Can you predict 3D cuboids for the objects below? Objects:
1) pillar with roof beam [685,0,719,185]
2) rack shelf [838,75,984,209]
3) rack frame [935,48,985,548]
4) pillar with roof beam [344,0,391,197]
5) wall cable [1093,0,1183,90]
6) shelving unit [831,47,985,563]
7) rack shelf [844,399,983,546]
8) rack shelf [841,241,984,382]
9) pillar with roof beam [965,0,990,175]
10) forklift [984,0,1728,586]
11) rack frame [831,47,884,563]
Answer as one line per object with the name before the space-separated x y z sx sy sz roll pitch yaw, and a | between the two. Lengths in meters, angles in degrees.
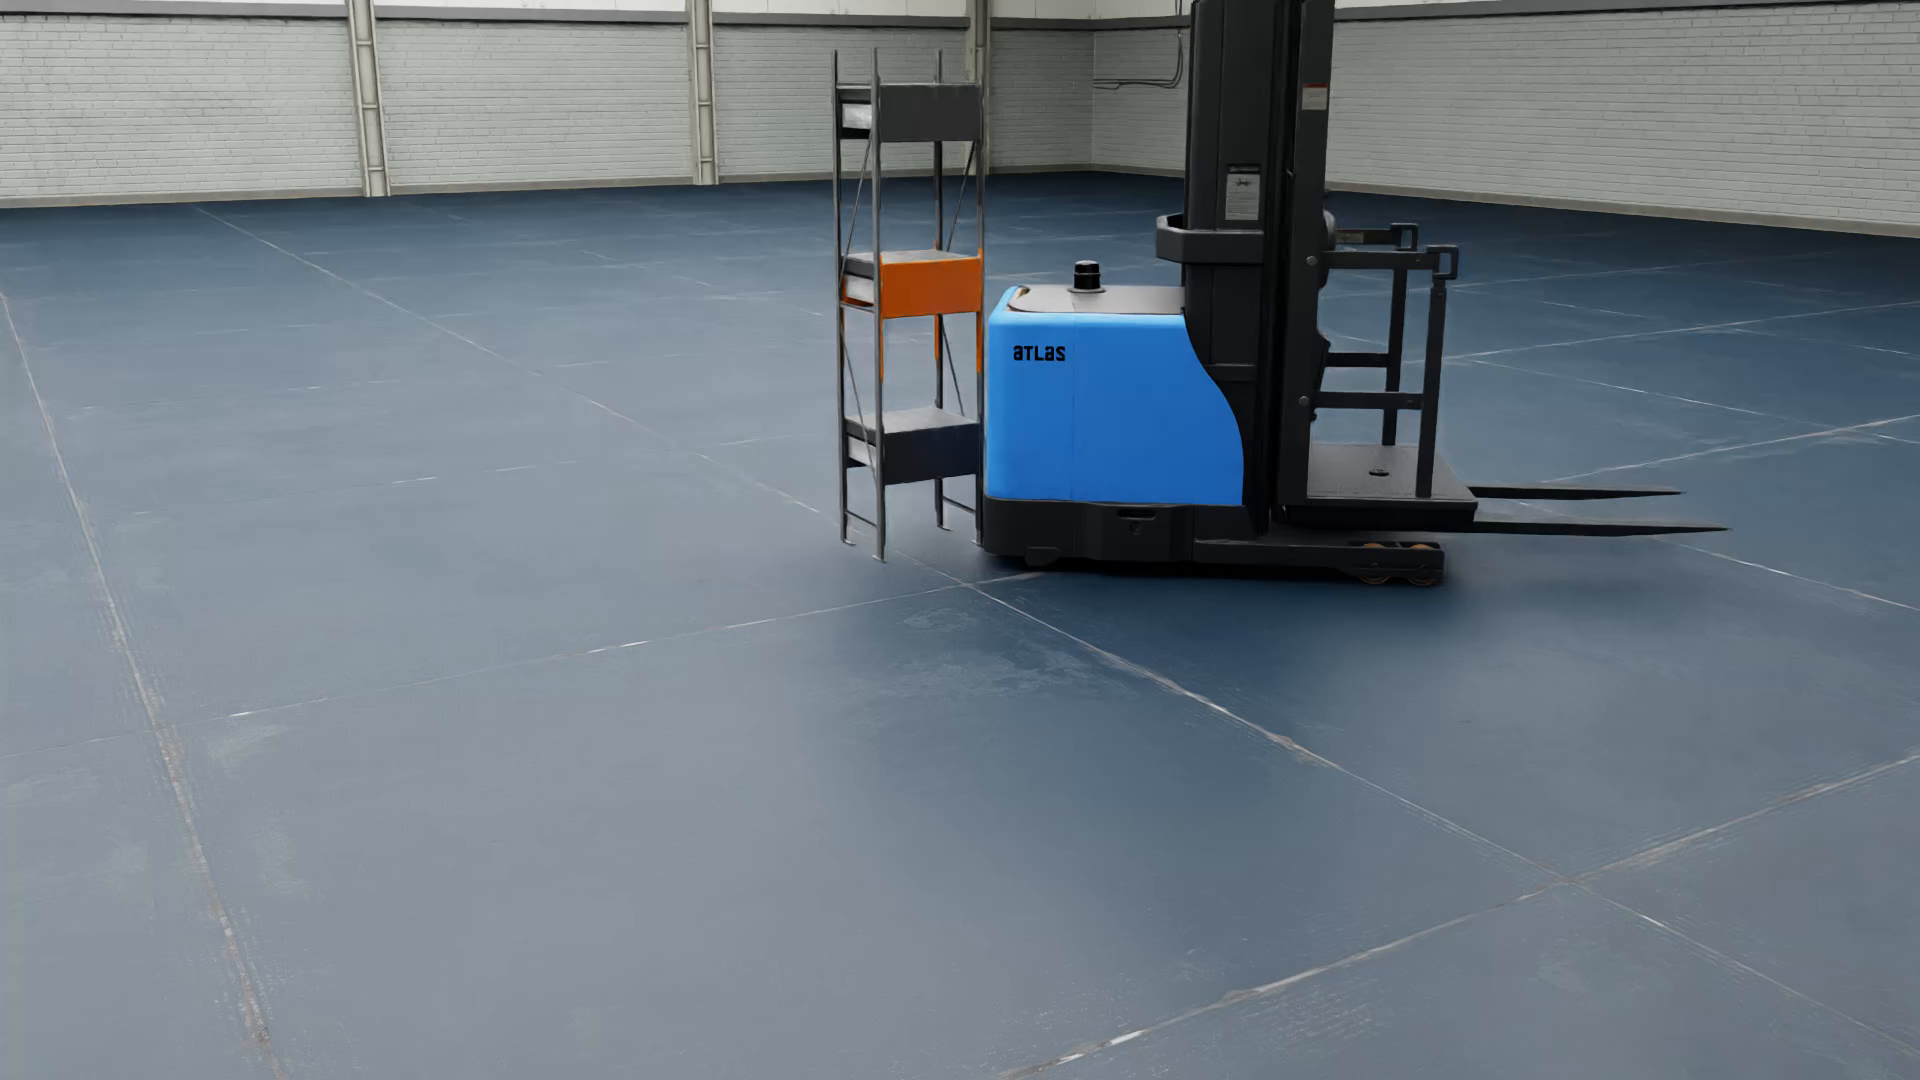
pillar with roof beam | -2.567 -10.031 26.523 0.400 9.000 9.100 -9 18 -30
rack shelf | -0.214 -1.654 6.876 0.480 0.518 0.431 -9 18 -28
rack frame | -0.002 -1.025 7.176 0.015 2.100 0.400 -9 18 -28
pillar with roof beam | -7.711 -9.197 23.547 0.400 9.000 9.100 -9 18 -30
wall cable | 3.565 -10.470 33.840 0.112 2.526 3.097 -9 18 -30
shelving unit | -0.214 -0.993 7.061 0.503 2.100 0.431 -9 18 -28
rack shelf | -0.214 -0.306 7.253 0.480 0.518 0.431 -9 18 -28
rack shelf | -0.214 -0.980 7.065 0.480 0.518 0.431 -9 18 -28
pillar with roof beam | 2.576 -10.865 29.498 0.400 9.000 9.100 -9 18 -30
forklift | 1.651 -1.377 6.890 3.031 2.935 1.130 2 16 6
rack frame | -0.427 -0.960 6.945 0.015 2.100 0.400 -9 18 -28
